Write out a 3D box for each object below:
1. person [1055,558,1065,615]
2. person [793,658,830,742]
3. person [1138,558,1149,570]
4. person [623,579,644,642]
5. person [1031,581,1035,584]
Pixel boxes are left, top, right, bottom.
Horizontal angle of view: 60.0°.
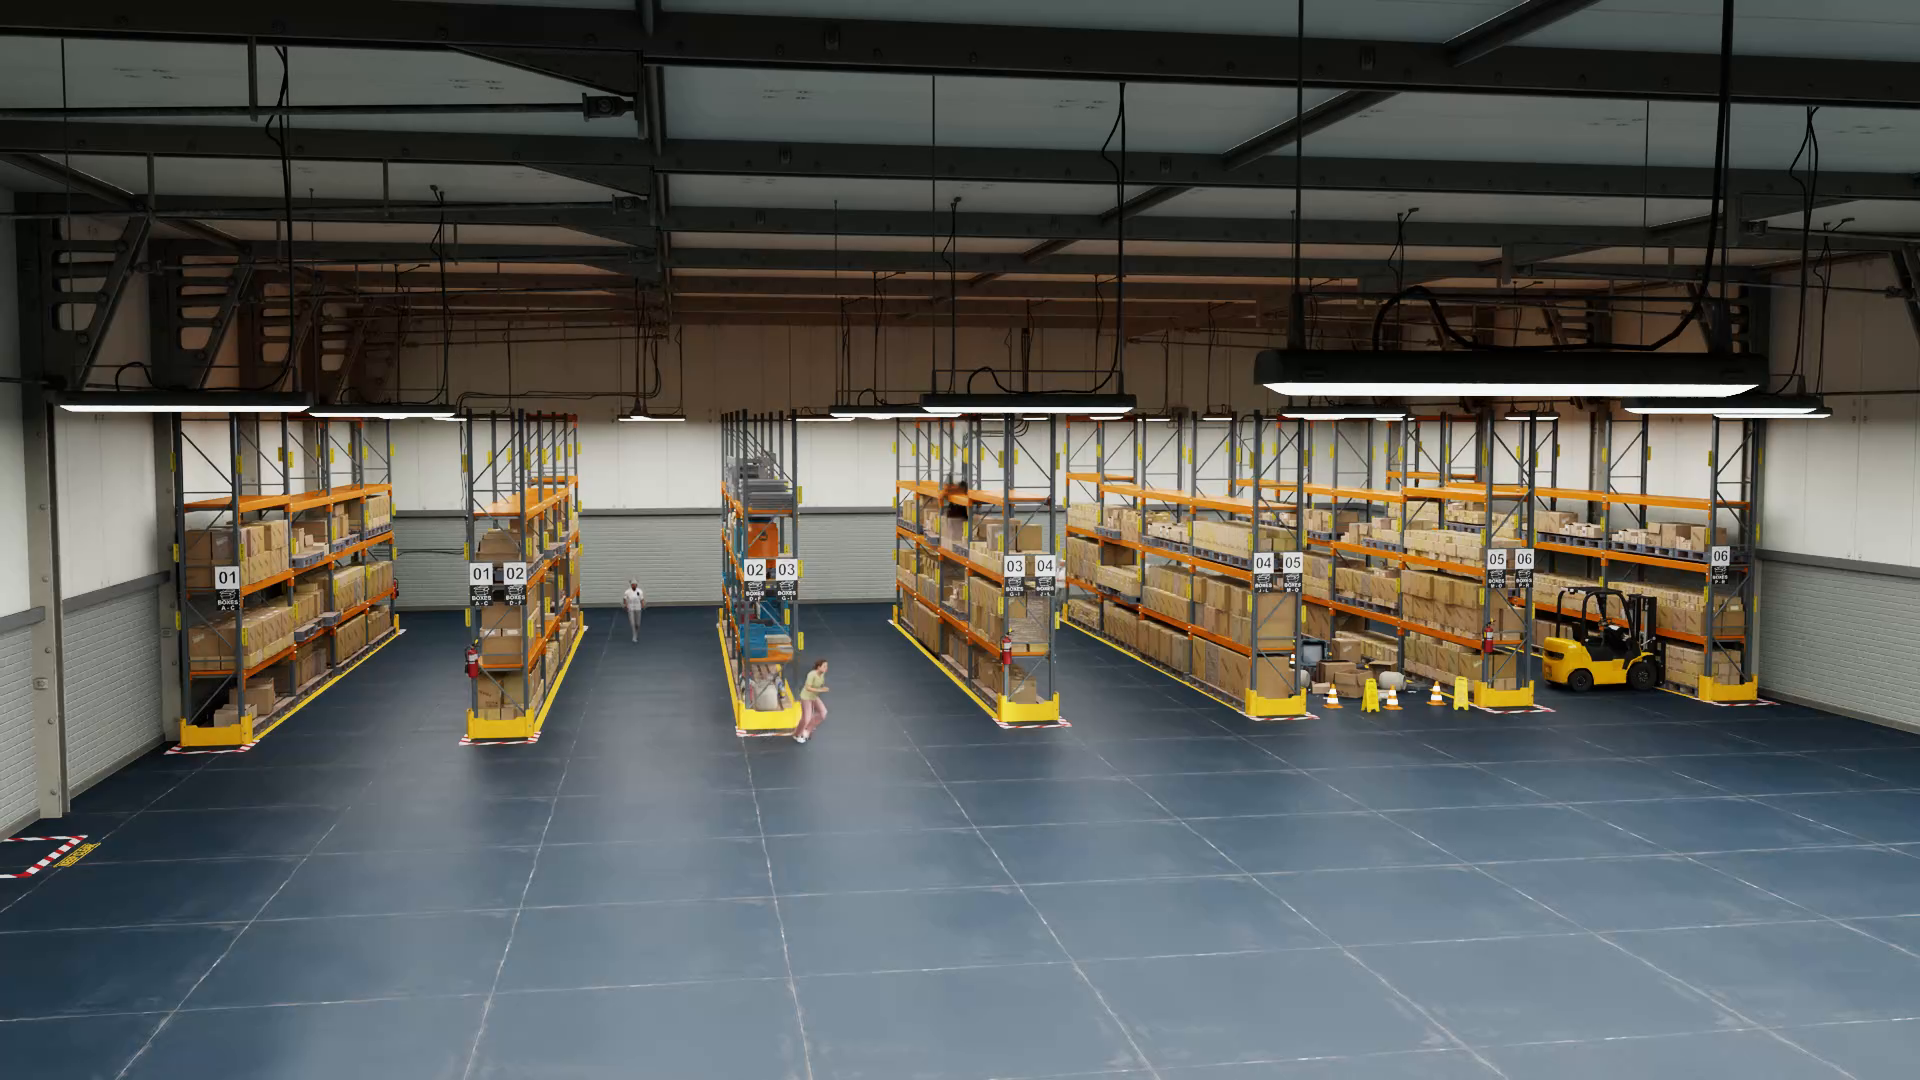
[{"bbox_3d":[3.011,1.384,49.757,0.645,1.723,0.607,4,5,43],"label":"person"},{"bbox_3d":[-2.633,2.871,29.892,0.856,1.536,0.611,3,5,32],"label":"person"},{"bbox_3d":[5.420,1.352,50.136,0.777,1.810,0.685,-1,4,-17],"label":"person"},{"bbox_3d":[-8.632,1.841,44.010,0.559,1.652,0.657,-1,4,-17],"label":"person"},{"bbox_3d":[2.162,1.635,45.995,0.710,1.771,0.973,0,4,-1],"label":"person"}]
